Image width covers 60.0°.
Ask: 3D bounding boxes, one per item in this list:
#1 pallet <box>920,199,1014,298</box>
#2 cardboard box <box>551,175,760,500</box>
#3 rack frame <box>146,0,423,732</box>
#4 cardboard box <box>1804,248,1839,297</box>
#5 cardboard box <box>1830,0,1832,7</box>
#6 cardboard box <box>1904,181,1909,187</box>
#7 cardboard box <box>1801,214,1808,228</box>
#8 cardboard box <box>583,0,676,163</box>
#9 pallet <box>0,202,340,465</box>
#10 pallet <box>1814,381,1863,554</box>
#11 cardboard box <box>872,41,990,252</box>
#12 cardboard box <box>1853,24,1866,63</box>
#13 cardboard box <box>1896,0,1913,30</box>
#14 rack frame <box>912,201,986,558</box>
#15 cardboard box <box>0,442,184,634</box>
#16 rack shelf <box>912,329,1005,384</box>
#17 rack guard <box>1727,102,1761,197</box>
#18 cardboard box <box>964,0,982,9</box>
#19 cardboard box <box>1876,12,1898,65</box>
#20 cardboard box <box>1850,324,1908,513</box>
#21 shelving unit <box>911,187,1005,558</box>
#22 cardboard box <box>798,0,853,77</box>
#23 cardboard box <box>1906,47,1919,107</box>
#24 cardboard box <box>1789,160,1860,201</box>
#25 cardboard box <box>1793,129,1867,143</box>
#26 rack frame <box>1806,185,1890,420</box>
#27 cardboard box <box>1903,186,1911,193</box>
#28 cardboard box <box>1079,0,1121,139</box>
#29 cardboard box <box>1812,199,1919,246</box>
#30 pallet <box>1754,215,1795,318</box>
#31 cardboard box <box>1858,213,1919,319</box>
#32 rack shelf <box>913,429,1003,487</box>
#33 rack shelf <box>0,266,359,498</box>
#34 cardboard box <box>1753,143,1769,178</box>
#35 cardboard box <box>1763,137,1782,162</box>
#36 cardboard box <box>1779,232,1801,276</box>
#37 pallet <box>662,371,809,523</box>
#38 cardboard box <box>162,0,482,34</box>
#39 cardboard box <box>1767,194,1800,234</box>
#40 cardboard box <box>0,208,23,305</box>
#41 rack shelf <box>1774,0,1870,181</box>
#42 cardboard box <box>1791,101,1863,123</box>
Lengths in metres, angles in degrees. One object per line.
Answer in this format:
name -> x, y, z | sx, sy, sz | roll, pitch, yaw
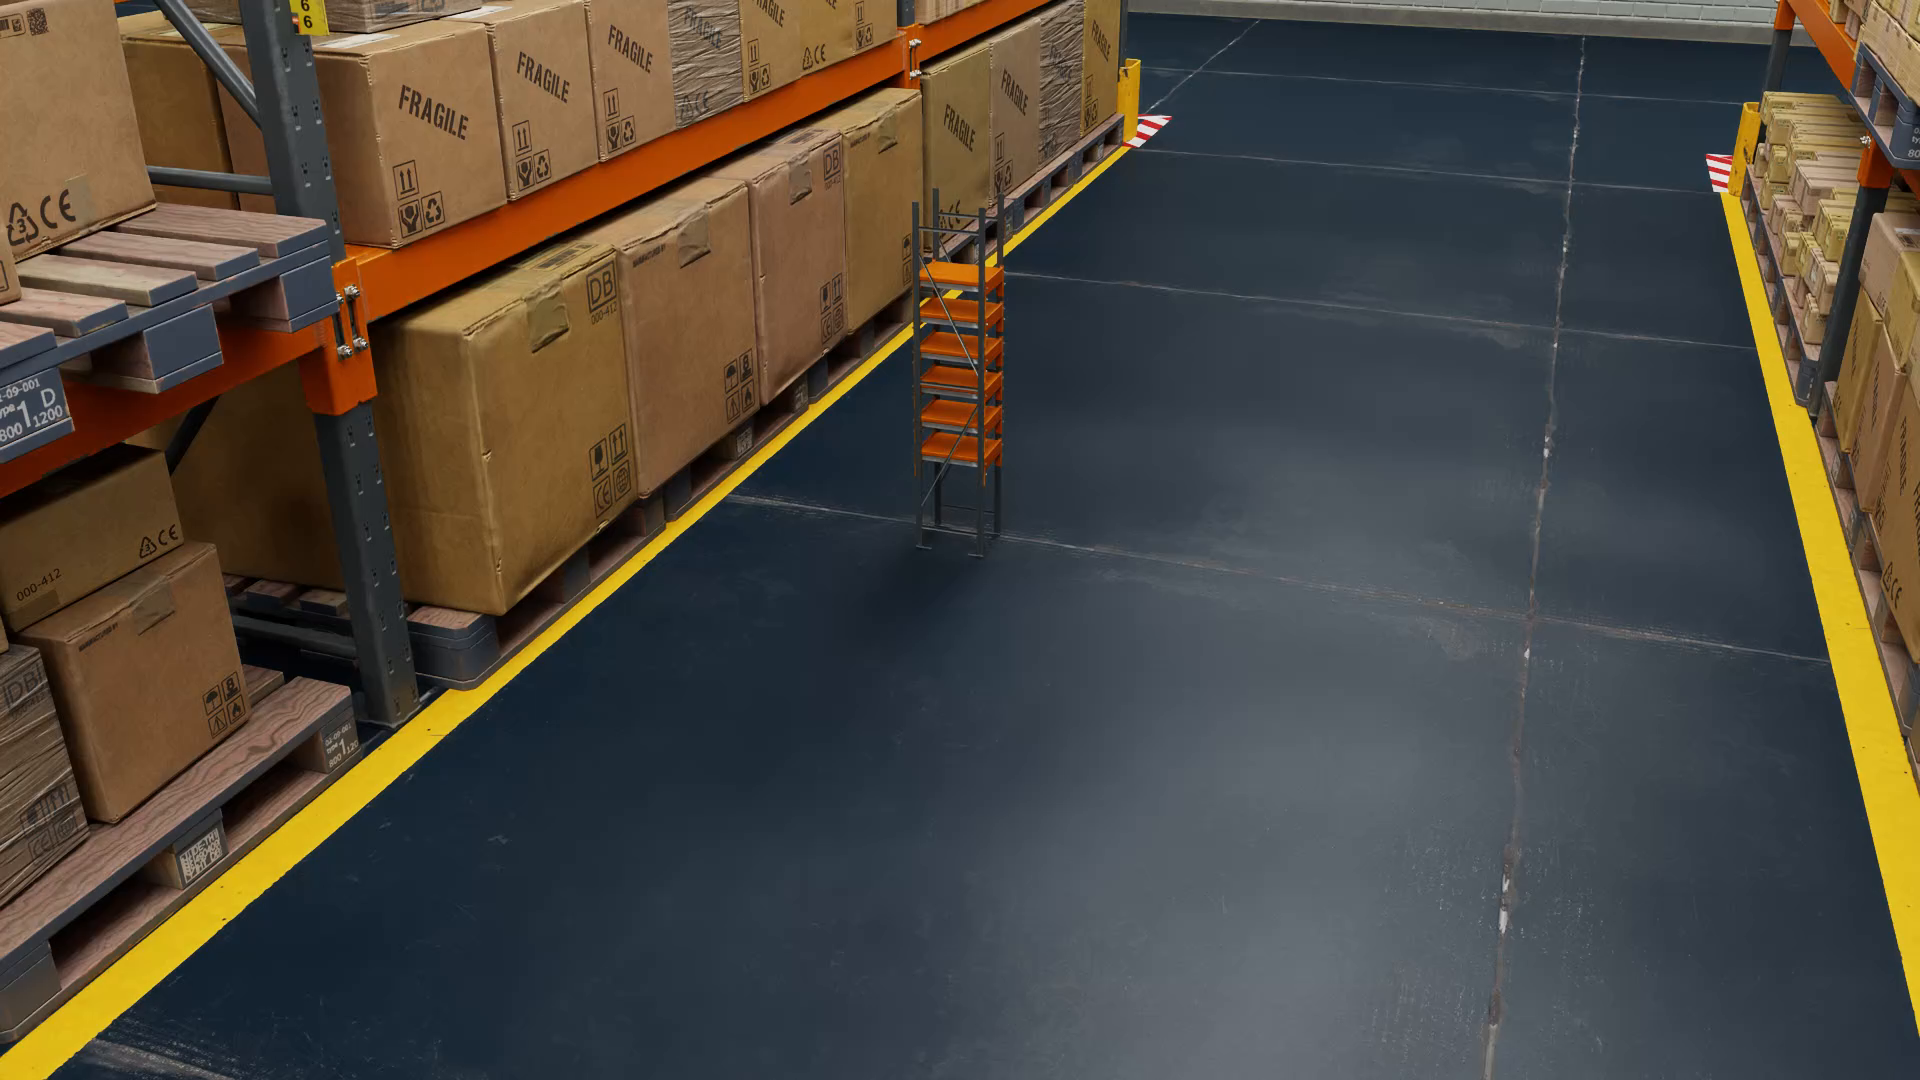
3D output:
pallet -> -0.369, -1.602, 8.816 | 1.003, 0.211, 1.213 | 9, 27, 17
cardboard box -> -1.474, -0.791, 5.897 | 1.225, 0.875, 0.875 | 9, 27, 18
rack frame -> -2.027, -0.912, 4.192 | 1.000, 3.000, 0.127 | 9, 27, 17
cardboard box -> 3.831, -1.123, 7.076 | 0.380, 0.149, 0.250 | 7, 27, 15
cardboard box -> 4.391, -2.592, 7.949 | 0.380, 0.149, 0.250 | 10, 27, 19
cardboard box -> 4.863, -1.831, 8.195 | 0.380, 0.149, 0.250 | 8, 27, 16
cardboard box -> 4.254, -1.540, 7.936 | 0.380, 0.149, 0.250 | 7, 27, 15
cardboard box -> -1.272, -1.541, 5.375 | 0.500, 0.500, 0.500 | 8, 27, 17
pallet -> -2.163, -0.517, 3.597 | 1.213, 0.211, 1.003 | 9, 27, 17
pallet -> 3.690, -0.220, 5.962 | 1.003, 0.211, 1.213 | 9, 27, 17
cardboard box -> -0.401, -2.048, 8.495 | 0.875, 0.875, 0.875 | 9, 27, 17
cardboard box -> 3.805, -1.955, 6.634 | 0.380, 0.149, 0.250 | 8, 27, 16
cardboard box -> 3.213, -1.697, 5.278 | 0.380, 0.149, 0.250 | 9, 27, 19
rack frame -> -0.035, -0.496, 5.399 | 0.240, 1.200, 0.006 | 9, 27, 17
cardboard box -> -2.221, -0.043, 3.900 | 0.500, 0.250, 0.500 | 10, 28, 20
rack shelf -> -0.005, -0.602, 5.443 | 0.258, 0.103, 0.180 | 9, 27, 17
rack guard -> 5.254, -2.283, 9.891 | 1.175, 0.500, 0.348 | 9, 27, 17
cardboard box -> -0.109, -2.732, 8.240 | 0.380, 0.149, 0.250 | 10, 27, 19
cardboard box -> 3.296, -1.661, 5.545 | 0.380, 0.149, 0.250 | 9, 27, 18
cardboard box -> 3.278, -0.376, 5.471 | 0.500, 0.500, 0.500 | 10, 28, 20
shelving unit -> -0.005, -0.534, 5.476 | 0.258, 1.200, 0.189 | 9, 27, 17
cardboard box -> -0.765, -2.167, 6.668 | 0.500, 0.500, 0.500 | 10, 27, 19
cardboard box -> 3.041, -1.351, 4.905 | 0.380, 0.149, 0.250 | 8, 27, 15
cardboard box -> 4.186, -1.699, 7.925 | 0.380, 0.149, 0.250 | 8, 27, 16
cardboard box -> 4.496, -2.004, 8.554 | 0.380, 0.149, 0.250 | 10, 28, 19
rack frame -> 3.948, -1.795, 6.015 | 1.000, 3.000, 0.127 | 9, 27, 17
cardboard box -> 5.041, -1.792, 8.457 | 0.380, 0.149, 0.250 | 9, 27, 18
cardboard box -> 0.498, -3.158, 10.786 | 0.875, 0.875, 0.875 | 9, 27, 17
cardboard box -> 3.945, -1.367, 7.238 | 0.380, 0.149, 0.250 | 8, 27, 17
pallet -> 4.542, -1.324, 8.243 | 1.003, 0.211, 1.213 | 9, 27, 17
cardboard box -> 3.453, -0.931, 5.757 | 0.500, 0.250, 0.500 | 8, 27, 15
rack shelf -> -0.005, -0.278, 5.600 | 0.258, 0.103, 0.180 | 9, 27, 17
rack shelf -> -2.692, 0.234, 2.651 | 1.077, 0.370, 4.000 | 9, 27, 17
cardboard box -> 4.803, -2.176, 9.591 | 0.380, 0.149, 0.250 | 9, 27, 18
cardboard box -> 4.718, -2.196, 9.292 | 0.380, 0.149, 0.250 | 9, 27, 17
cardboard box -> 4.102, -1.337, 7.859 | 0.380, 0.149, 0.250 | 9, 27, 17
pallet -> -1.286, -0.470, 6.478 | 1.003, 0.211, 1.213 | 9, 27, 17
cardboard box -> -1.768, -1.707, 4.567 | 0.797, 0.503, 0.637 | 10, 27, 19
cardboard box -> 4.368, -1.656, 8.517 | 0.380, 0.149, 0.250 | 7, 27, 15
cardboard box -> -2.260, -0.675, 3.104 | 0.700, 0.500, 0.500 | 13, 29, 25
rack shelf -> 4.614, -2.293, 7.870 | 1.077, 0.370, 4.000 | 9, 27, 17
cardboard box -> 4.806, -2.316, 9.198 | 0.380, 0.149, 0.250 | 9, 27, 18
